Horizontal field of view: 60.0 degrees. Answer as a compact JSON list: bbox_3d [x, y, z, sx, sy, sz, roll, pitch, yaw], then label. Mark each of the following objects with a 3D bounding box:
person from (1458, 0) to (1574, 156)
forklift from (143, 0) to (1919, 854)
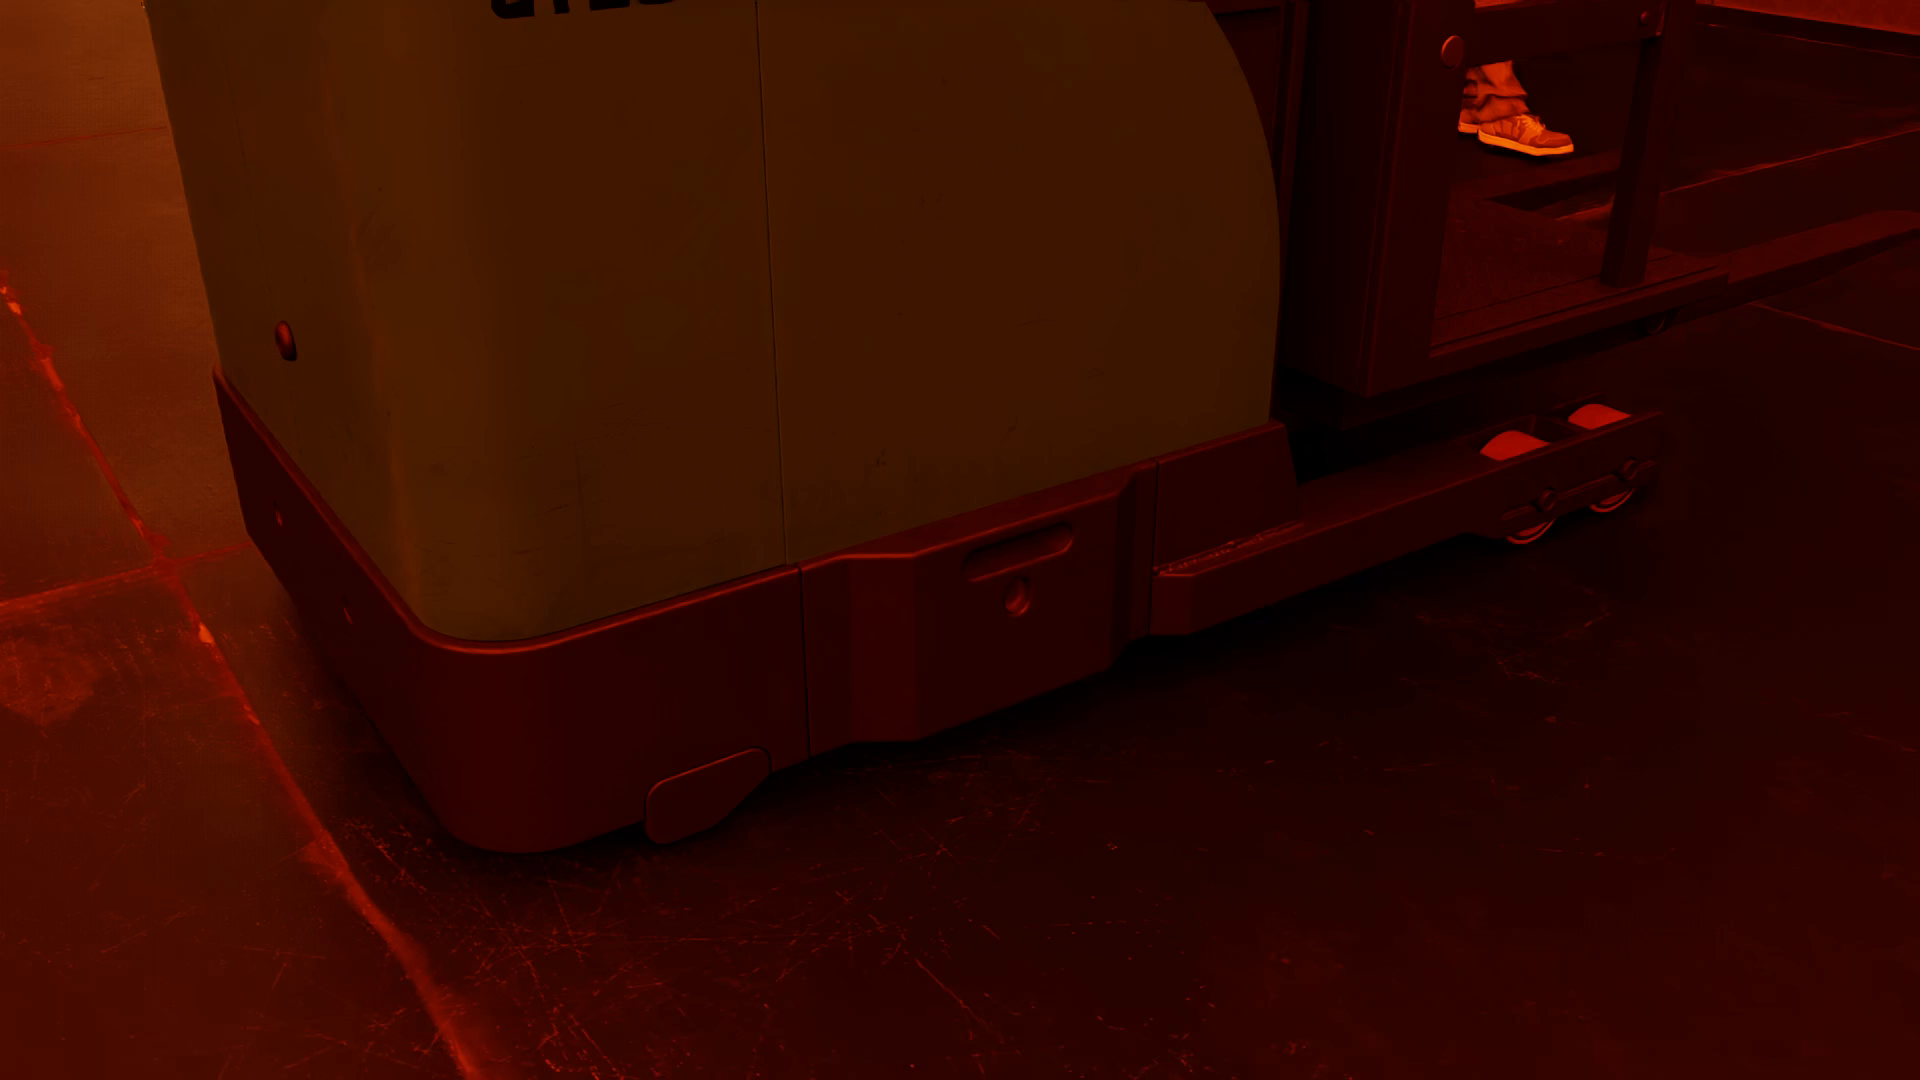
[{"bbox_3d":[1.539,-1.851,4.398,0.498,1.598,0.552,-13,29,-24],"label":"person"},{"bbox_3d":[0.477,-1.482,2.185,3.031,2.935,1.130,-17,31,-30],"label":"forklift"}]
